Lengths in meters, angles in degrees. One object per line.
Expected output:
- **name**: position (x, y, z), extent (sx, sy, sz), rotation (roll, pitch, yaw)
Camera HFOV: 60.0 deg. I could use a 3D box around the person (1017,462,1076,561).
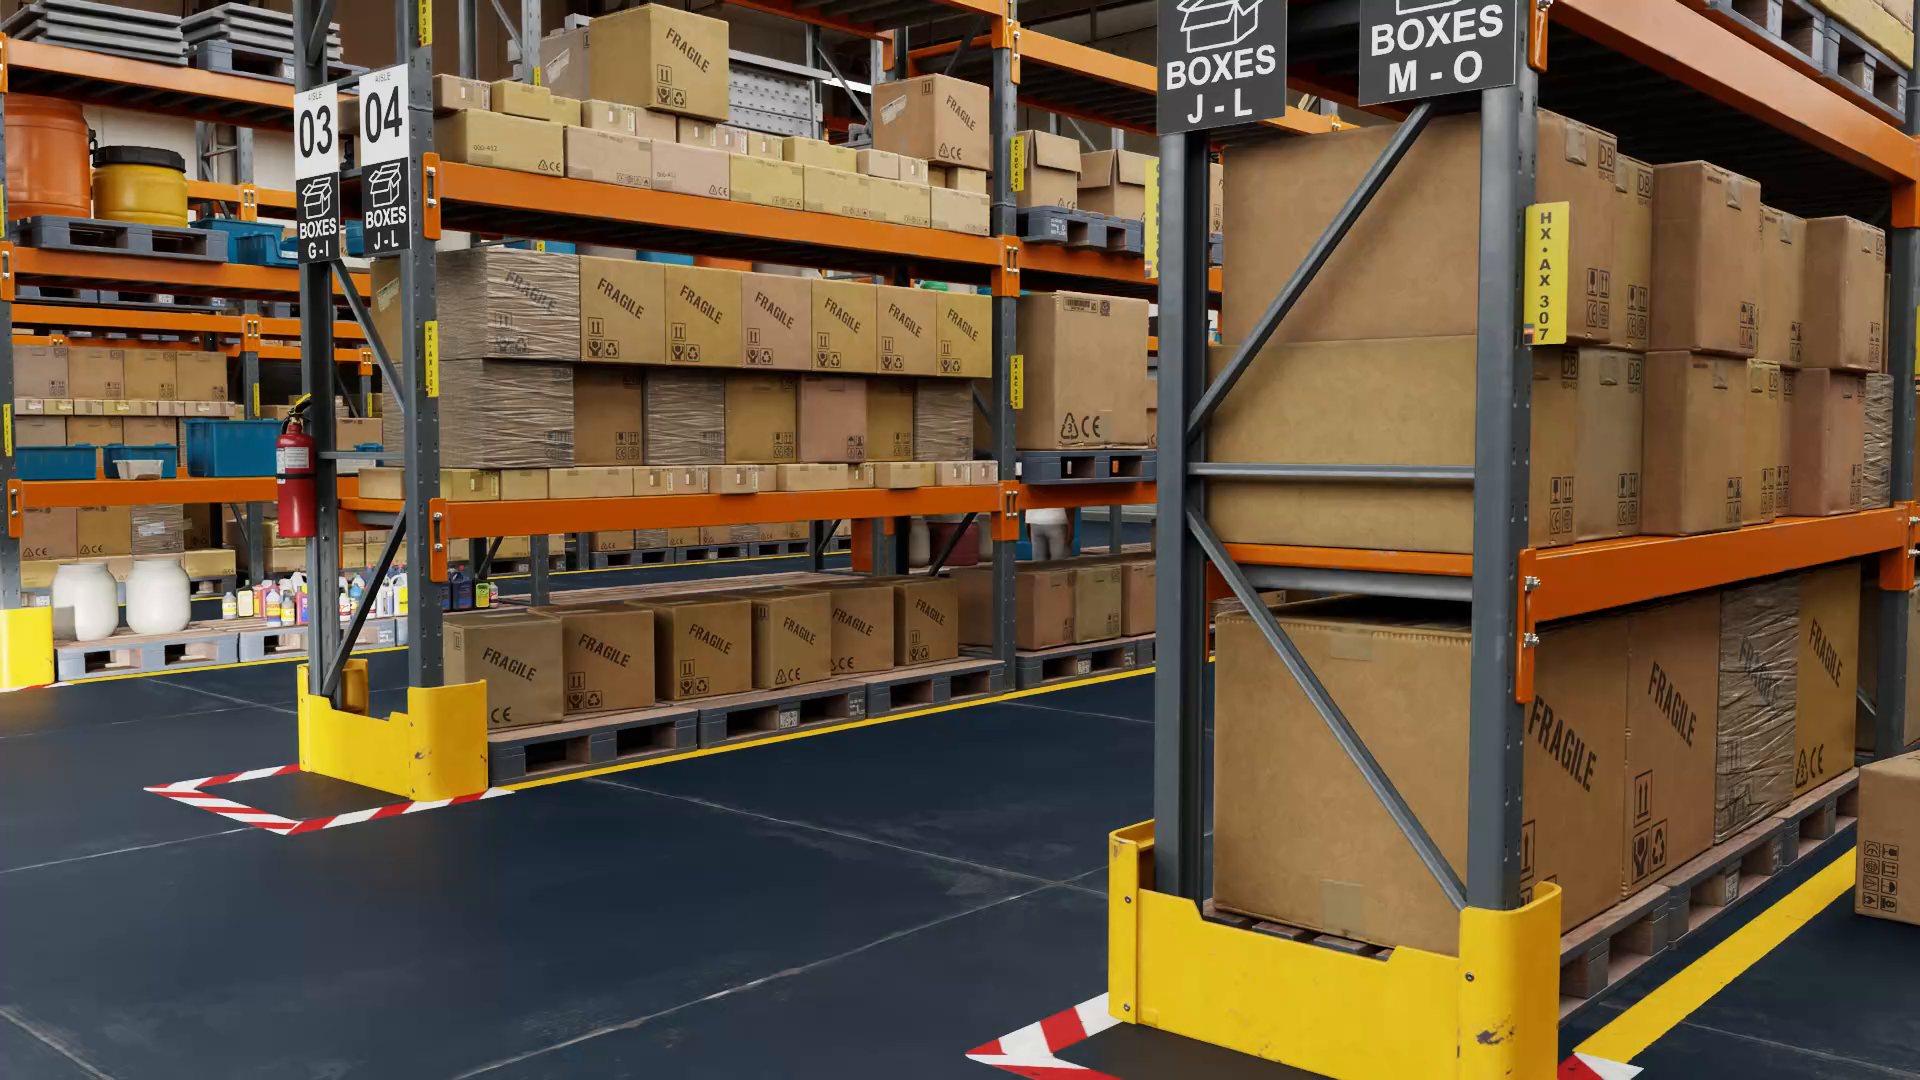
- **person**: position (0.728, -0.119, 13.587), extent (0.564, 1.774, 0.358), rotation (3, 5, 42)
